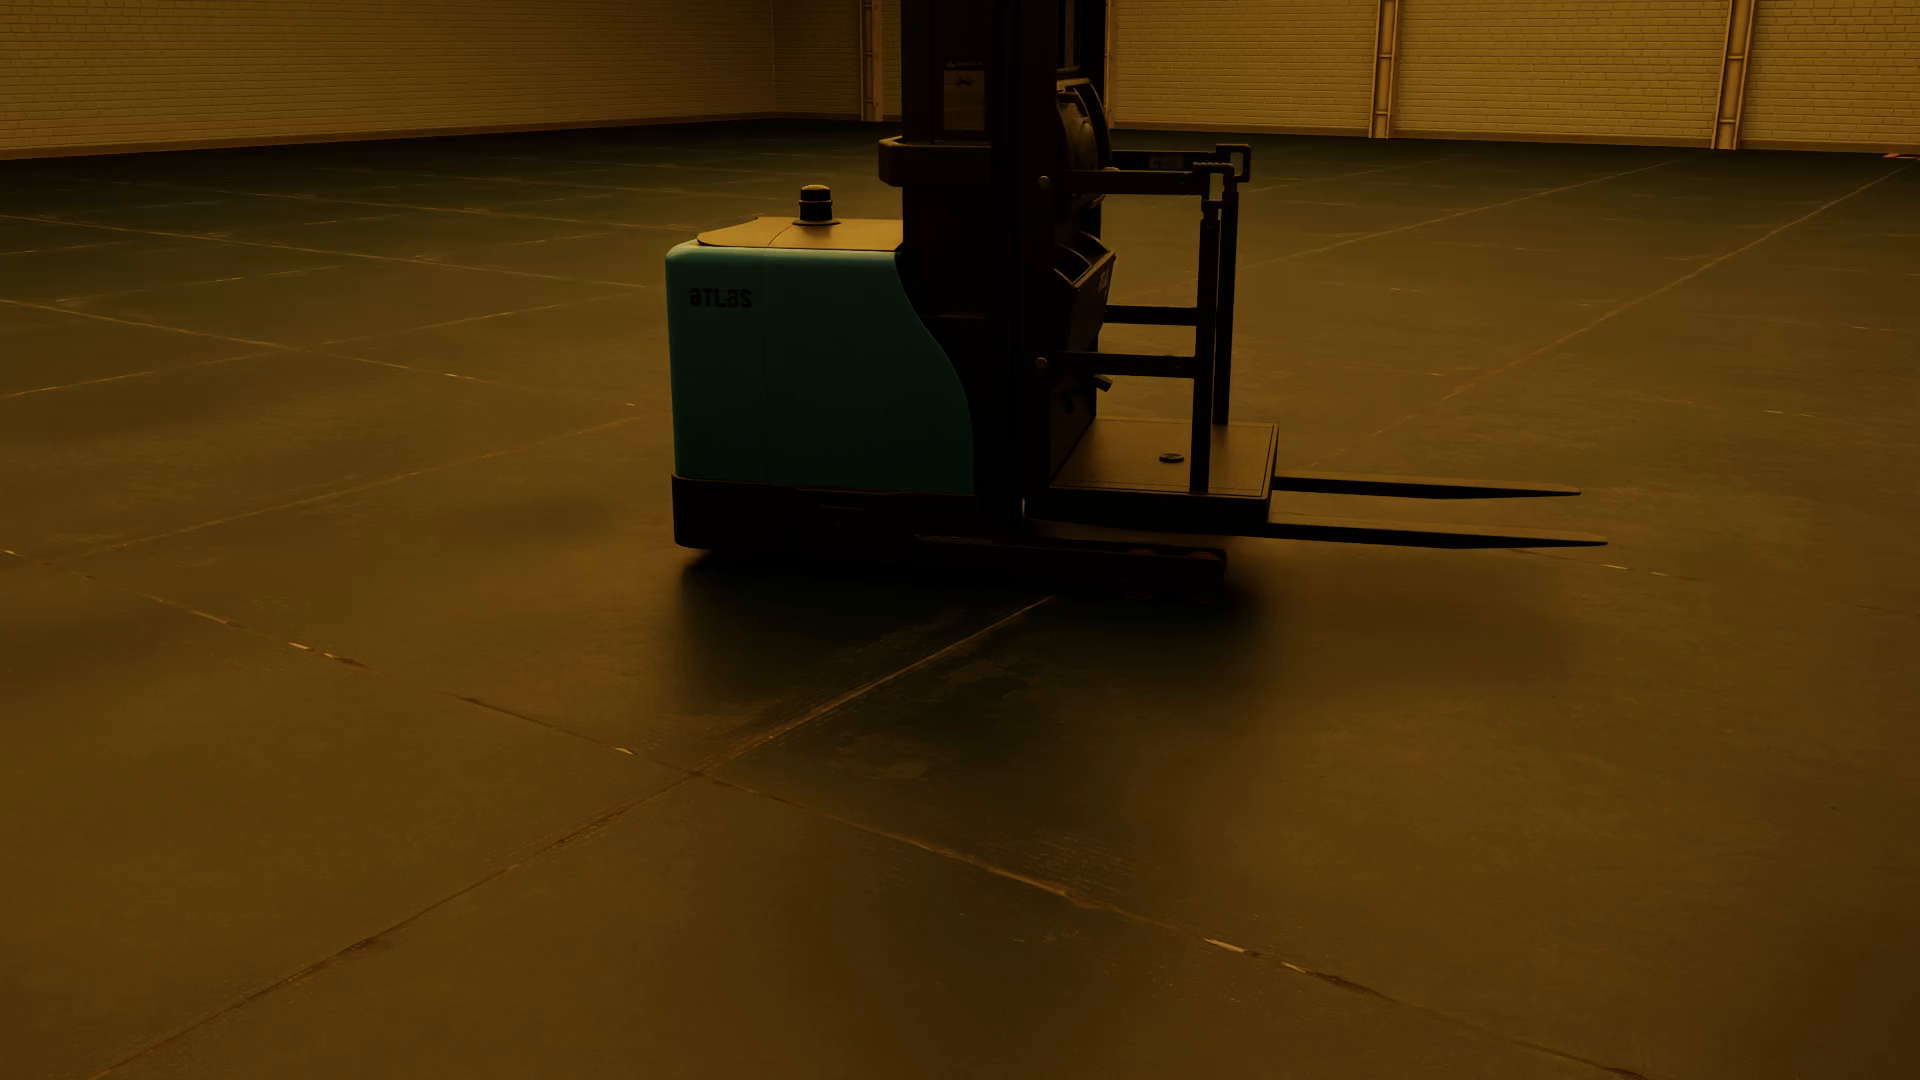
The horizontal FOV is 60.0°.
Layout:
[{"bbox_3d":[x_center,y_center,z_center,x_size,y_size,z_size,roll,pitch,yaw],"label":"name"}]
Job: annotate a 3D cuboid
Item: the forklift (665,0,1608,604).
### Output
[{"bbox_3d":[0.595,-1.367,5.404,3.031,2.935,1.130,4,17,12],"label":"forklift"}]
